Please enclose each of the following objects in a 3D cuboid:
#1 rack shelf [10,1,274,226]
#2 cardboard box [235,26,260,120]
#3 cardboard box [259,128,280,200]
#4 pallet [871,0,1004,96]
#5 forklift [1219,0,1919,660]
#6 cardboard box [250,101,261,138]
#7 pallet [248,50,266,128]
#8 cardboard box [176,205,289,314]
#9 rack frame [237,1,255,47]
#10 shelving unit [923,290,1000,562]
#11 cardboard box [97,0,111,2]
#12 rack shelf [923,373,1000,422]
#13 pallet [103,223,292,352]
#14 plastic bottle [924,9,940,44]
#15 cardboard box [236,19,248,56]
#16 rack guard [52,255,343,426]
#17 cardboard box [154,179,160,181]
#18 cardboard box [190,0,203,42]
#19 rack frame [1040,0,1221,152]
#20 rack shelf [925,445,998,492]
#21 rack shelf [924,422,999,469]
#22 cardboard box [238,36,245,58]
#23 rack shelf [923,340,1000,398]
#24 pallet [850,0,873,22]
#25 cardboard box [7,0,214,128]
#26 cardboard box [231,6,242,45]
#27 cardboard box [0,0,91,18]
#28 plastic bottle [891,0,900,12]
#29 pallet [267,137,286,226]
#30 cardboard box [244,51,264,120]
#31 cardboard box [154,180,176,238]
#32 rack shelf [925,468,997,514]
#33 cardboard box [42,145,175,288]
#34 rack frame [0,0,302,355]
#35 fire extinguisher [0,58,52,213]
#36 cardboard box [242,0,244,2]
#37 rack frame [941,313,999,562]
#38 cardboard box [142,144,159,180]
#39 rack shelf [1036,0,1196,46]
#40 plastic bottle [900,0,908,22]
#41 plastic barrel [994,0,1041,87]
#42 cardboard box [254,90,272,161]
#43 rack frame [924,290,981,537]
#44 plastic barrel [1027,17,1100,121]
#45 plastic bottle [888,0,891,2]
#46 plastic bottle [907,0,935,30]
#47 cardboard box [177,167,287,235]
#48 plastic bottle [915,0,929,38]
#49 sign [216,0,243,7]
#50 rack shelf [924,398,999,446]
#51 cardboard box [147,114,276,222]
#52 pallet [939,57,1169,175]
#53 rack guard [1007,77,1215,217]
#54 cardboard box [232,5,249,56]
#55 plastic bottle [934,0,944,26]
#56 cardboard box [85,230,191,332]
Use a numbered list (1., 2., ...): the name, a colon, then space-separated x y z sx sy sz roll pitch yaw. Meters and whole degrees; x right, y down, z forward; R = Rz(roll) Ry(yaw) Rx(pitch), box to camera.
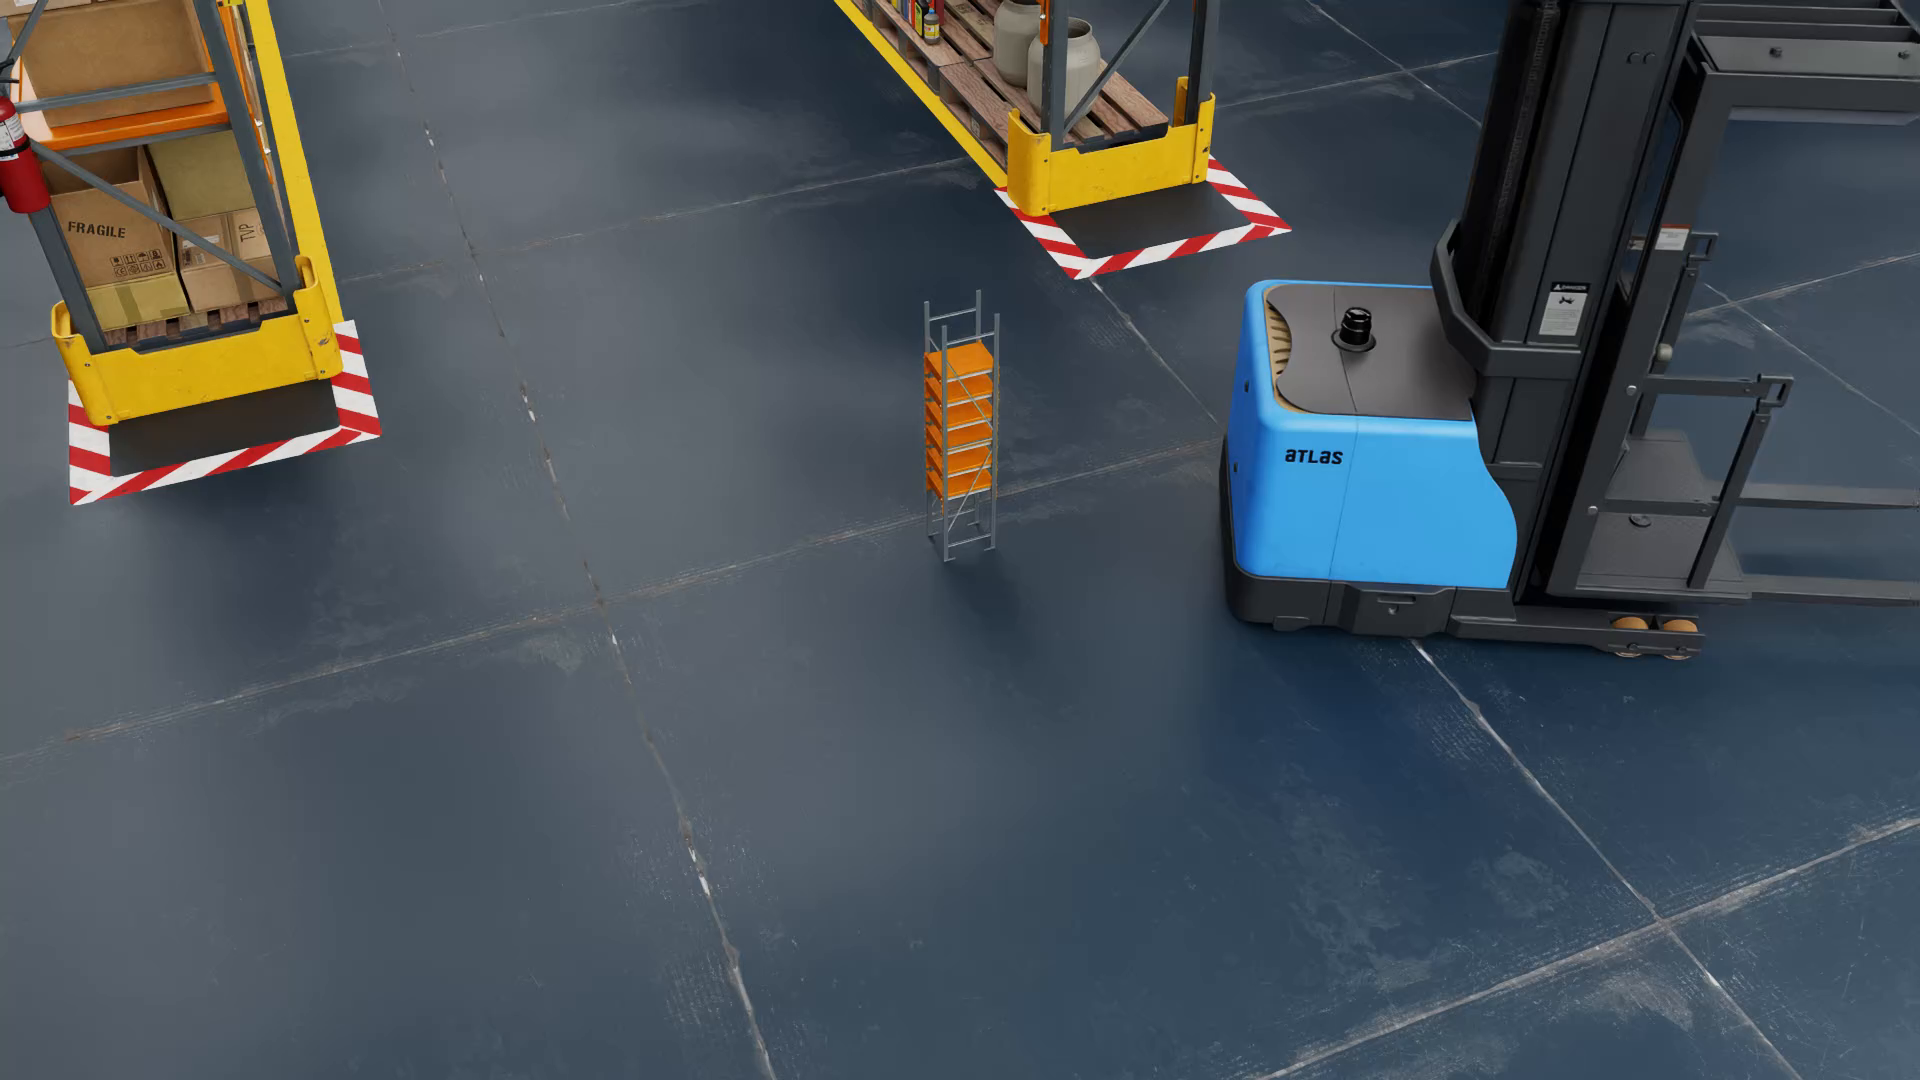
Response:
1. rack shelf: -4.414 -2.860 8.826 1.077 0.370 4.000 -15 43 -17
2. cardboard box: -4.220 -2.611 9.198 0.500 0.500 0.500 -15 43 -17
3. cardboard box: -4.034 -2.024 9.090 0.500 0.250 0.500 -15 43 -17
4. pallet: 0.087 -3.362 10.998 1.003 0.211 1.213 -15 43 -17
5. forklift: 2.641 -0.992 6.156 3.031 2.935 1.130 3 41 3
6. cardboard box: -4.045 -2.306 8.842 0.500 0.500 0.500 -15 43 -17
7. pallet: -4.914 -2.790 10.333 1.003 0.211 1.213 -15 43 -17
8. cardboard box: -3.649 -1.423 8.391 0.500 0.250 0.500 -15 43 -17
9. rack frame: -5.180 -4.337 9.993 1.000 3.000 0.127 -15 43 -17
10. shelving unit: 0.006 -0.446 6.849 0.258 1.200 0.189 -15 43 -17
11. cardboard box: -3.600 -2.501 7.284 0.380 0.149 0.250 -15 43 -17
12. rack shelf: 0.006 -0.594 6.721 0.258 0.103 0.180 -15 43 -17
13. pallet: -3.980 -1.321 8.624 1.003 0.211 1.213 -15 43 -17
14. plastic bottle: -0.179 -3.264 10.554 0.097 0.201 0.097 0 41 0
15. cardboard box: -4.618 -2.925 10.138 0.500 0.250 0.500 -15 43 -17
16. rack guard: -3.640 -0.965 7.989 1.175 0.500 0.348 -15 43 -17
17. cardboard box: -4.523 -1.892 8.937 0.500 0.250 0.500 -15 43 -17
18. cardboard box: -4.021 -2.565 7.856 0.700 0.500 0.500 -14 43 -16
19. rack frame: 0.929 -3.161 8.625 1.000 3.000 0.127 -15 43 -17
20. rack shelf: 0.006 -0.322 6.956 0.258 0.103 0.180 -15 43 -17
21. rack shelf: 0.006 -0.413 6.878 0.258 0.103 0.180 -15 43 -17
22. cardboard box: -4.425 -2.909 9.544 0.500 0.500 0.500 -15 43 -17
23. rack shelf: 0.006 -0.685 6.643 0.258 0.103 0.180 -15 43 -17
24. pallet: -0.383 -4.098 11.854 1.003 0.211 1.213 -15 43 -17
25. cardboard box: -3.816 -2.250 7.489 0.700 0.500 0.500 -15 43 -17
26. cardboard box: -4.620 -3.209 9.893 0.500 0.500 0.500 -15 43 -17
27. cardboard box: -3.971 -2.394 7.159 0.380 0.149 0.250 -16 43 -18
28. plastic bottle: -0.370 -3.661 10.901 0.144 0.351 0.185 -13 42 -15
29. pallet: -4.443 -2.054 9.477 1.003 0.211 1.213 -15 43 -17
30. cardboard box: -4.413 -2.628 9.792 0.500 0.250 0.500 -15 43 -17
31. cardboard box: -4.330 -1.592 8.587 0.500 0.250 0.500 -15 43 -17
32. rack shelf: 0.006 -0.231 7.034 0.258 0.103 0.180 -15 43 -17
33. cardboard box: -4.129 -1.577 7.995 0.500 0.500 0.500 -15 43 -17
34. rack frame: -3.649 -1.928 7.191 1.000 3.000 0.127 -15 43 -17
35. fire extinguisher: -4.033 -1.711 6.999 0.296 0.674 0.183 -15 43 -17
36. cardboard box: -5.105 -3.759 11.107 0.500 0.250 0.500 -16 43 -18
37. rack frame: 0.041 -0.391 6.785 0.240 1.200 0.006 -15 43 -17
38. cardboard box: -4.525 -2.176 8.692 0.500 0.500 0.500 -15 43 -17
39. rack shelf: 0.164 -4.093 10.261 1.077 0.370 4.000 -15 43 -17
40. plastic bottle: -0.303 -3.534 10.811 0.152 0.276 0.135 -16 43 -18
41. plastic barrel: 0.415 -3.056 10.090 0.421 0.512 0.421 0 41 0
42. cardboard box: -4.221 -2.327 9.442 0.500 0.250 0.500 -15 43 -17
43. rack frame: -0.029 -0.501 6.913 0.240 1.200 0.006 -15 43 -17
44. plastic barrel: 0.606 -2.754 9.738 0.421 0.512 0.421 0 41 0
45. plastic bottle: -0.441 -3.773 11.032 0.144 0.351 0.185 -15 43 -17
46. plastic bottle: -0.250 -3.451 10.714 0.152 0.276 0.135 -15 43 -17
47. cardboard box: -3.843 -1.723 8.740 0.500 0.250 0.500 -15 43 -17
48. plastic bottle: -0.240 -3.361 10.603 0.061 0.283 0.133 -14 43 -16
49. sign: -3.134 -2.421 7.040 0.100 0.325 0.005 -15 43 -17
50. rack shelf: 0.006 -0.504 6.799 0.258 0.103 0.180 -15 43 -17
51. cardboard box: -3.842 -2.008 8.496 0.500 0.500 0.500 -15 43 -17
52. pallet: 0.550 -2.628 10.145 1.003 0.211 1.213 -15 43 -17
53. rack guard: 0.856 -2.247 9.480 1.175 0.500 0.348 -15 43 -17
54. cardboard box: -4.800 -3.229 10.491 0.500 0.250 0.500 -15 43 -17
55. plastic bottle: -0.152 -3.480 10.743 0.061 0.283 0.133 -15 43 -17
56. cardboard box: -4.127 -1.294 8.240 0.500 0.250 0.500 -15 43 -17
